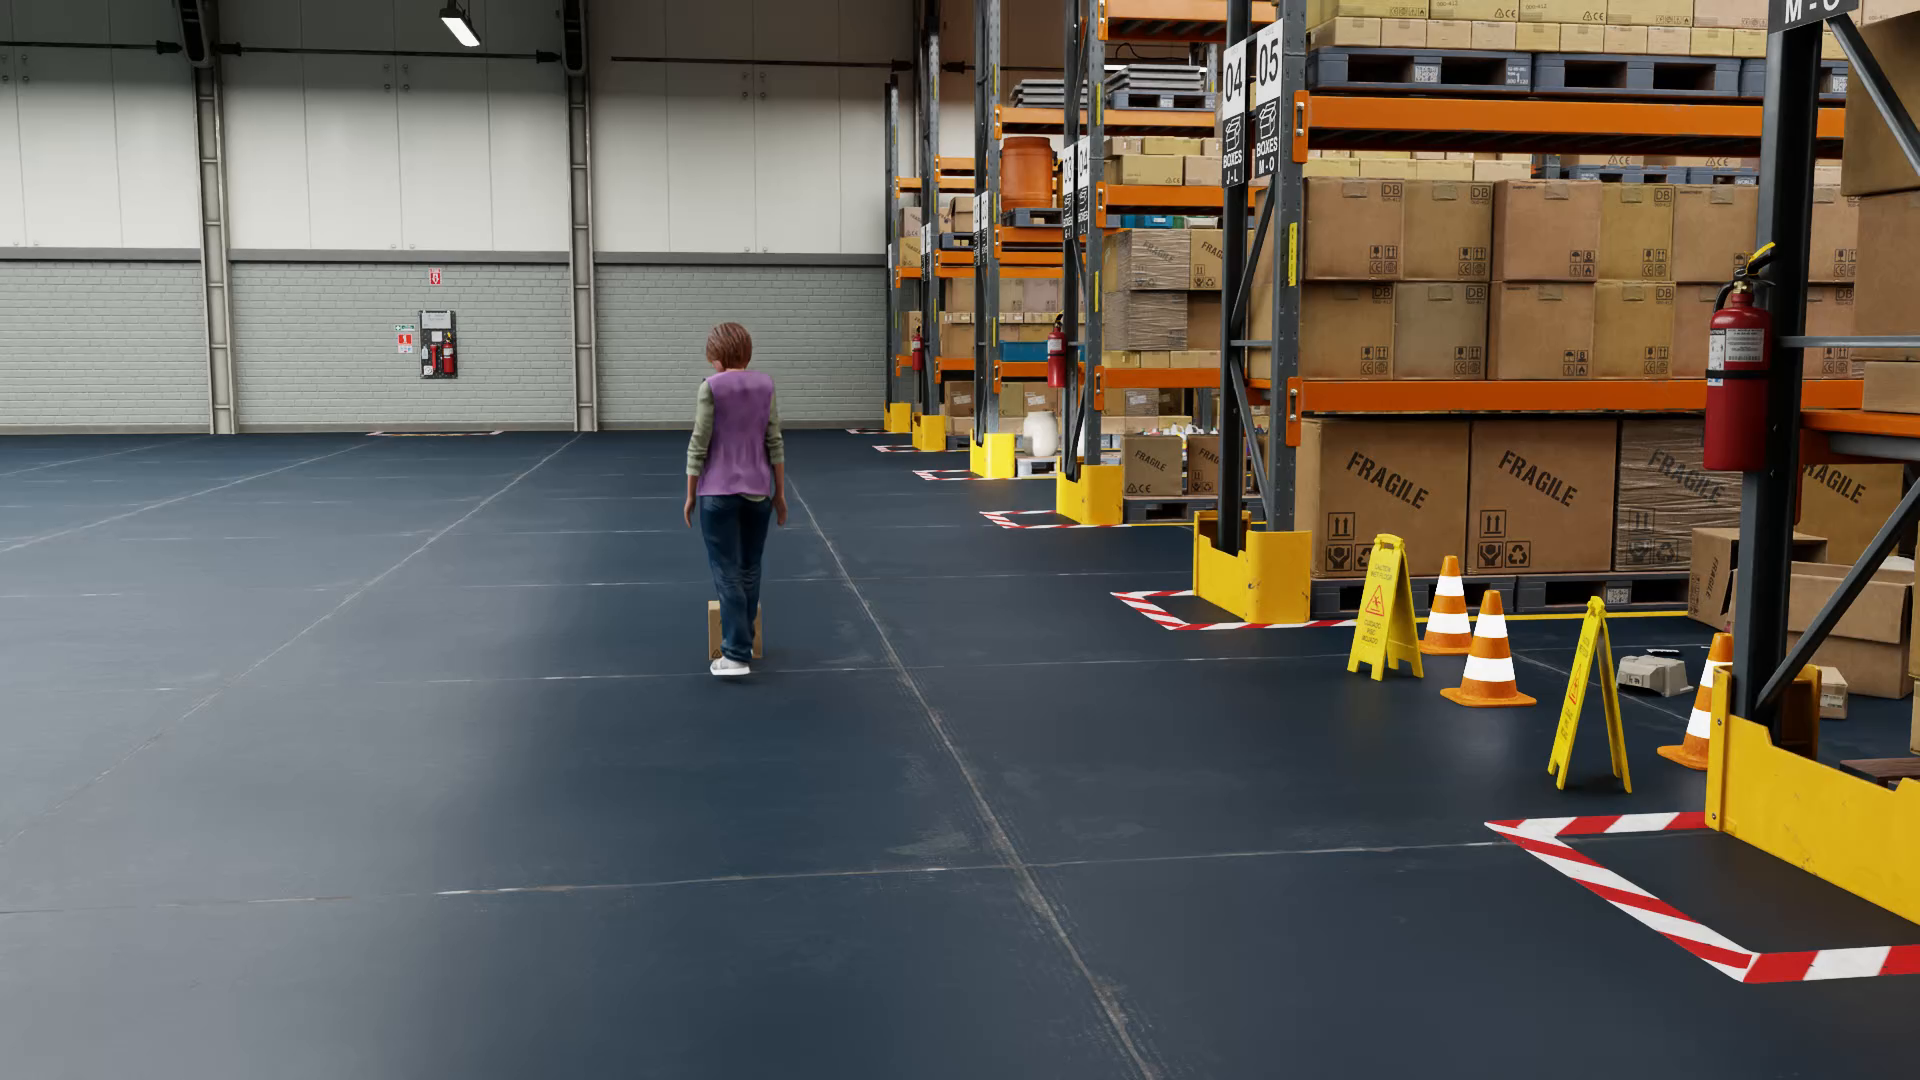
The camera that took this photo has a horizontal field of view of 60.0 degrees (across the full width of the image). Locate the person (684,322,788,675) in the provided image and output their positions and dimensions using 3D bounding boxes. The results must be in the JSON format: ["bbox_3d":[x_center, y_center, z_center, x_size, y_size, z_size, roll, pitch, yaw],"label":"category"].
[{"bbox_3d":[-1.060,-0.194,7.560,0.455,1.579,0.671,-4,8,-30],"label":"person"}]
